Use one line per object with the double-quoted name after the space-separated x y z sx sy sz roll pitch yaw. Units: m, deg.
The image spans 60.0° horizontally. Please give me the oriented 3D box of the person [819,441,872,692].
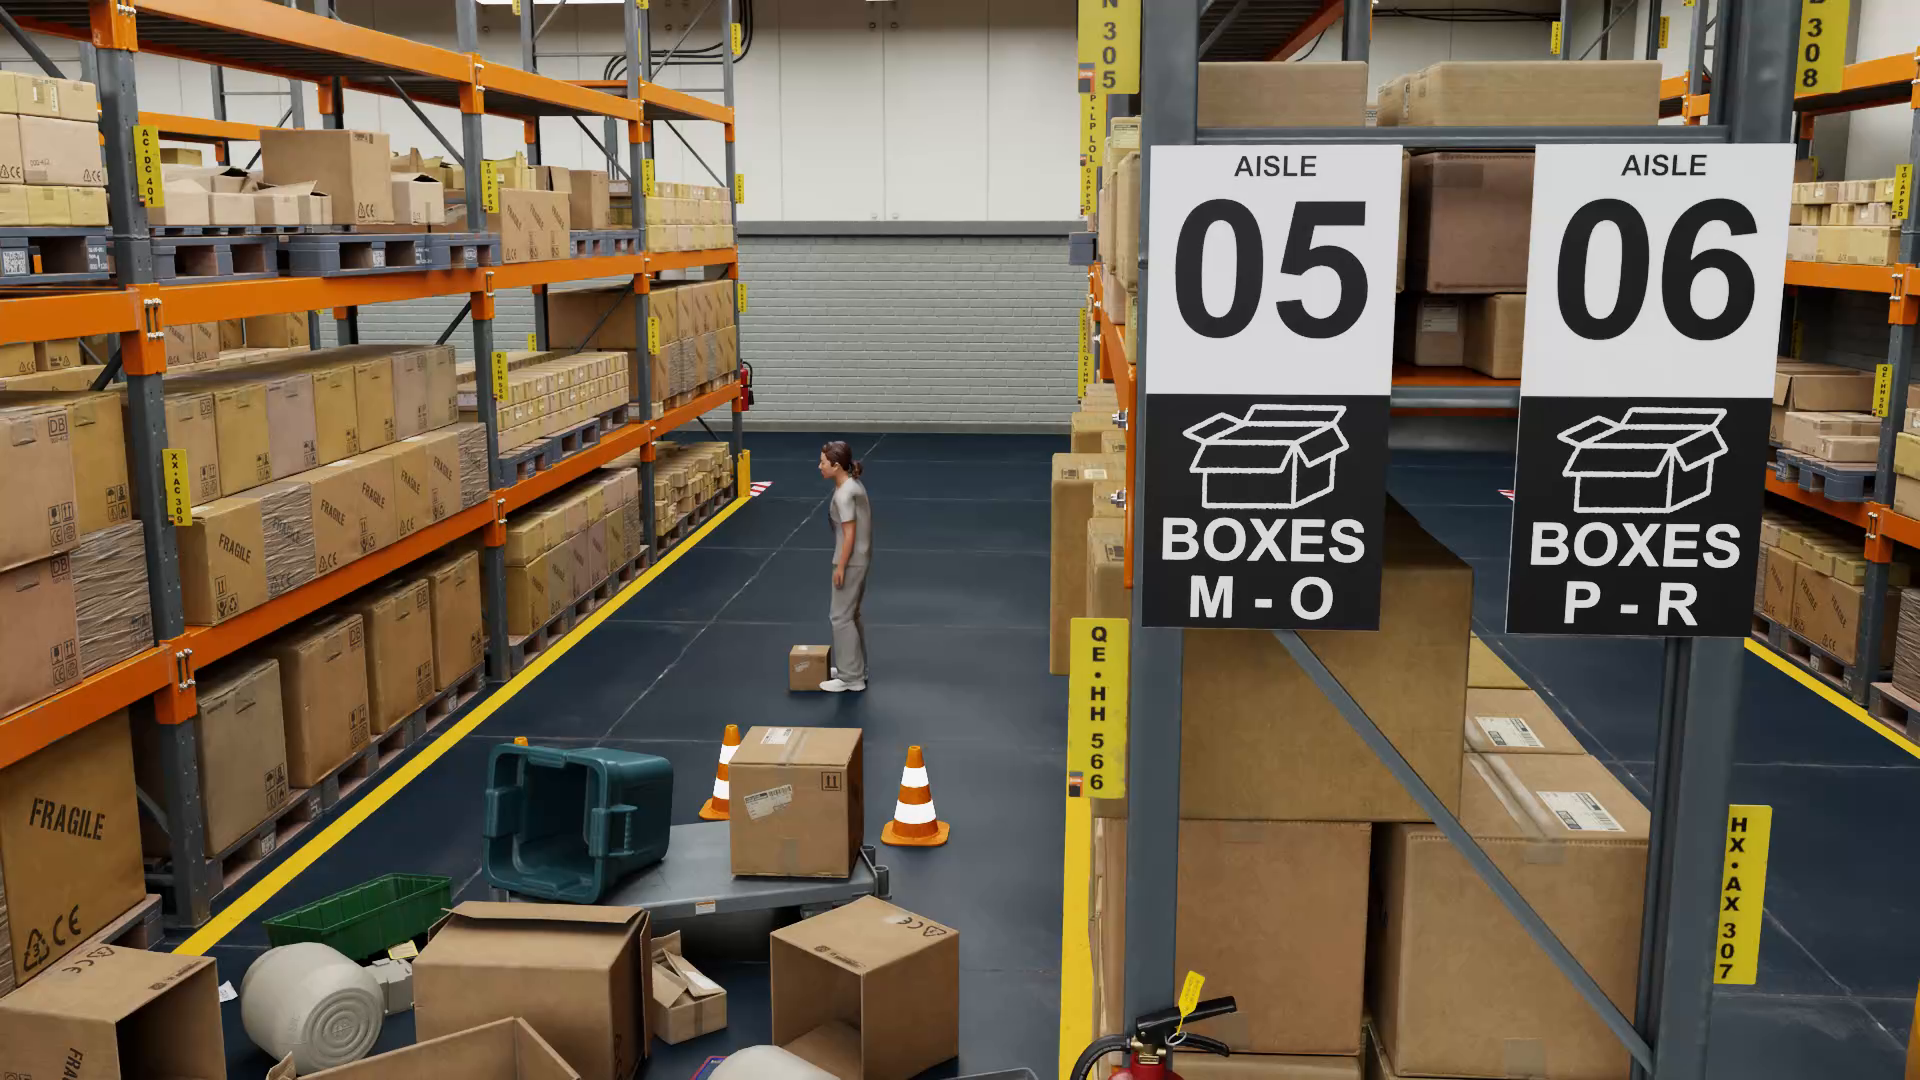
-0.761 0.165 11.070 0.355 1.672 0.515 0 11 1 "person"
